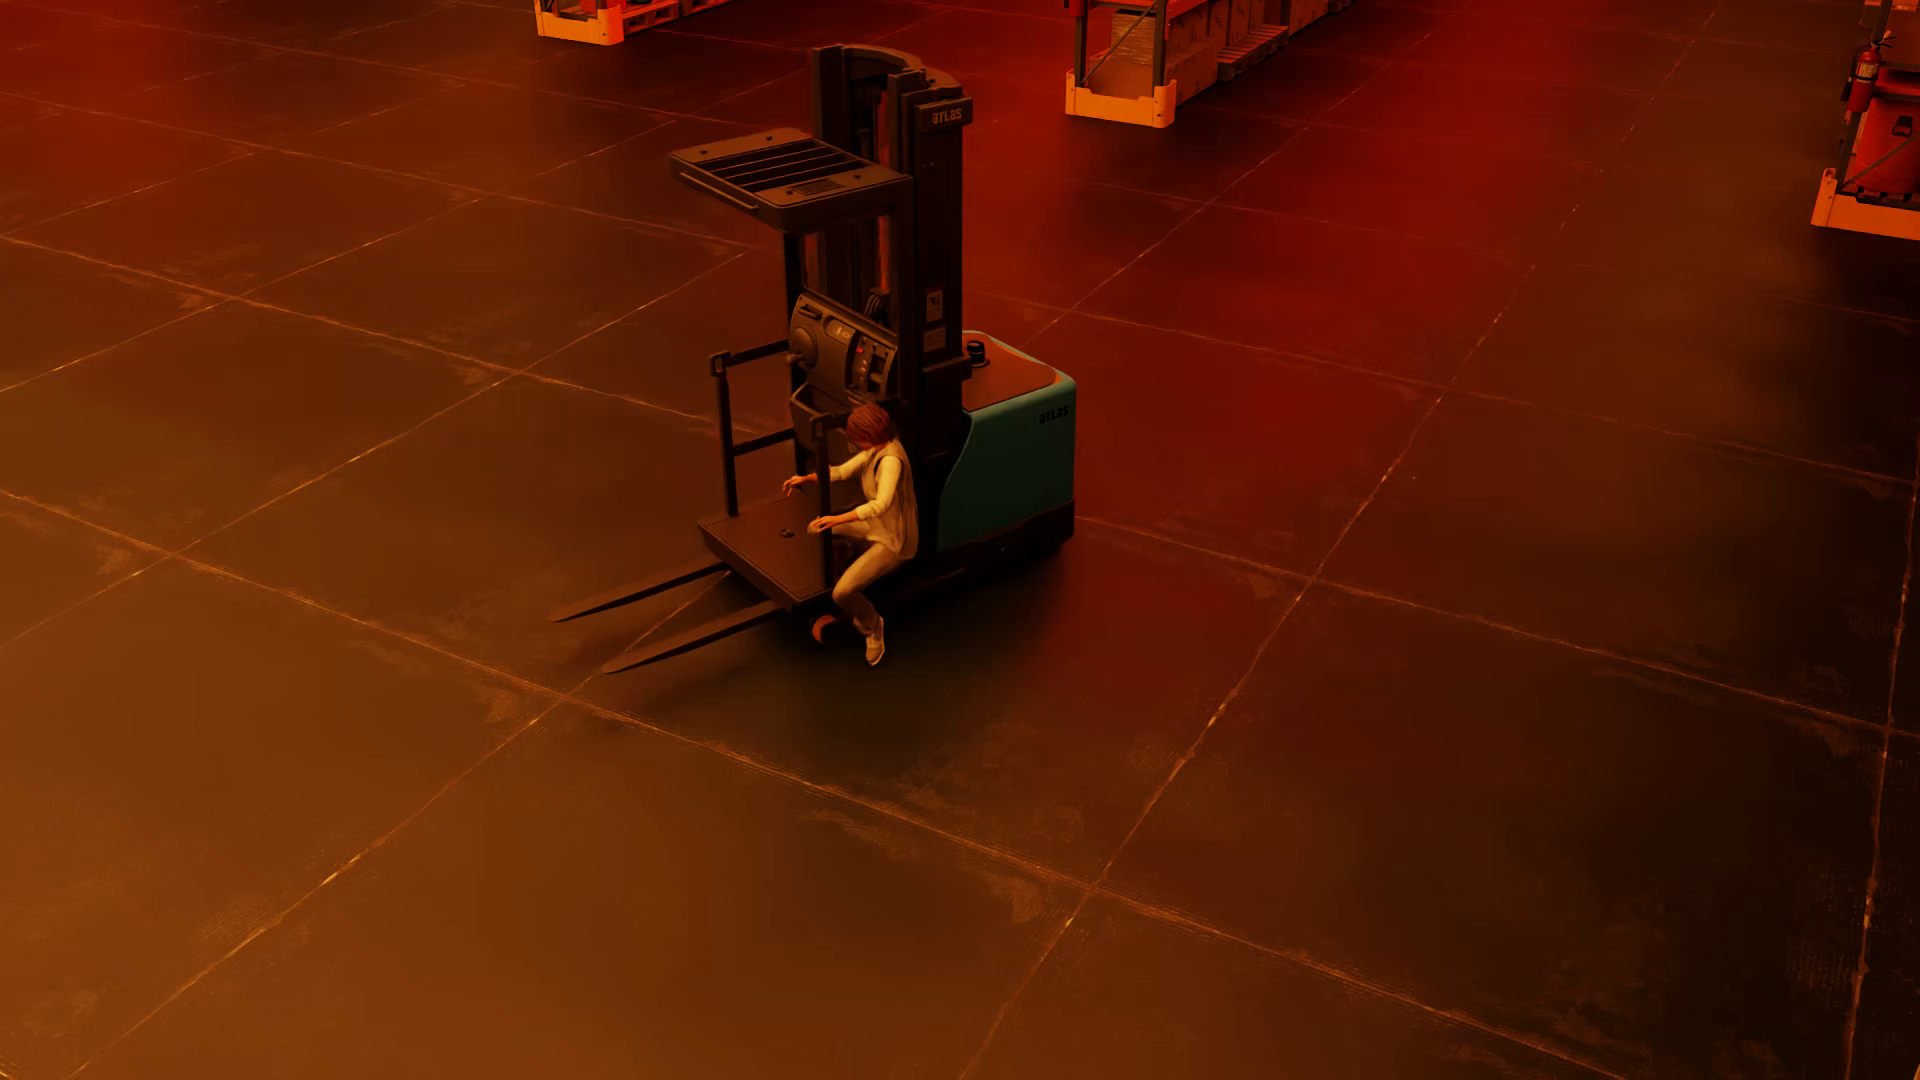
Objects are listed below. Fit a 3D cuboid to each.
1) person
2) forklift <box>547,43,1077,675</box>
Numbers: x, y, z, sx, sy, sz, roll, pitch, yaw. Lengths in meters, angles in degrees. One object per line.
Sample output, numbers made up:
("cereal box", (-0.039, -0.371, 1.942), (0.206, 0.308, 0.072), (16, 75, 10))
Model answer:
("person", (-0.568, -0.052, 8.692), (0.685, 1.345, 0.847), (-5, 30, -8))
("forklift", (-0.796, -0.994, 8.793), (3.031, 2.935, 1.130), (-21, 36, -32))
